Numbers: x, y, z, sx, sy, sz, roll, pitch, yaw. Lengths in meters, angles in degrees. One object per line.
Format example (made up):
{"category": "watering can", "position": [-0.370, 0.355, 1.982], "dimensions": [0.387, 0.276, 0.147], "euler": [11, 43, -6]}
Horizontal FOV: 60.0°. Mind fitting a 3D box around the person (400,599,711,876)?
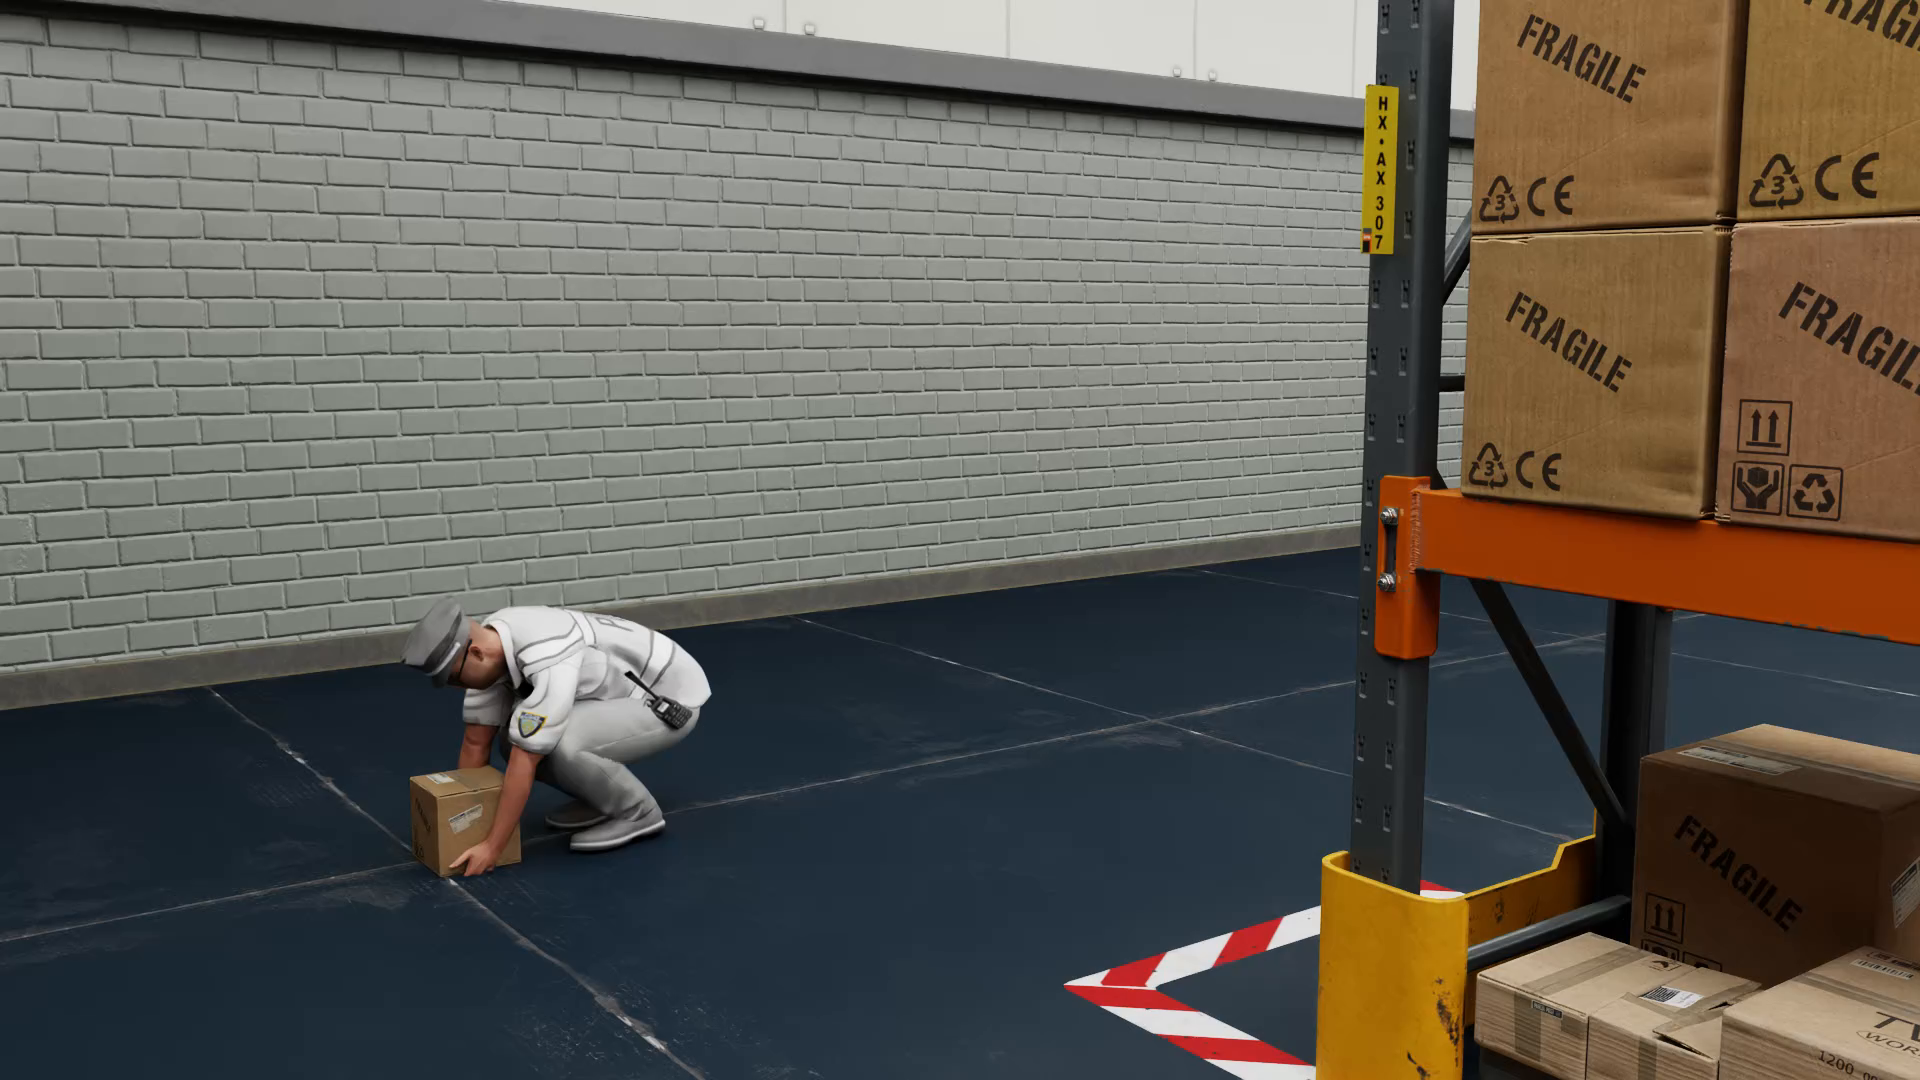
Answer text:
{"category": "person", "position": [-1.262, 0.590, 5.210], "dimensions": [0.986, 0.906, 0.542], "euler": [-6, 10, -36]}
